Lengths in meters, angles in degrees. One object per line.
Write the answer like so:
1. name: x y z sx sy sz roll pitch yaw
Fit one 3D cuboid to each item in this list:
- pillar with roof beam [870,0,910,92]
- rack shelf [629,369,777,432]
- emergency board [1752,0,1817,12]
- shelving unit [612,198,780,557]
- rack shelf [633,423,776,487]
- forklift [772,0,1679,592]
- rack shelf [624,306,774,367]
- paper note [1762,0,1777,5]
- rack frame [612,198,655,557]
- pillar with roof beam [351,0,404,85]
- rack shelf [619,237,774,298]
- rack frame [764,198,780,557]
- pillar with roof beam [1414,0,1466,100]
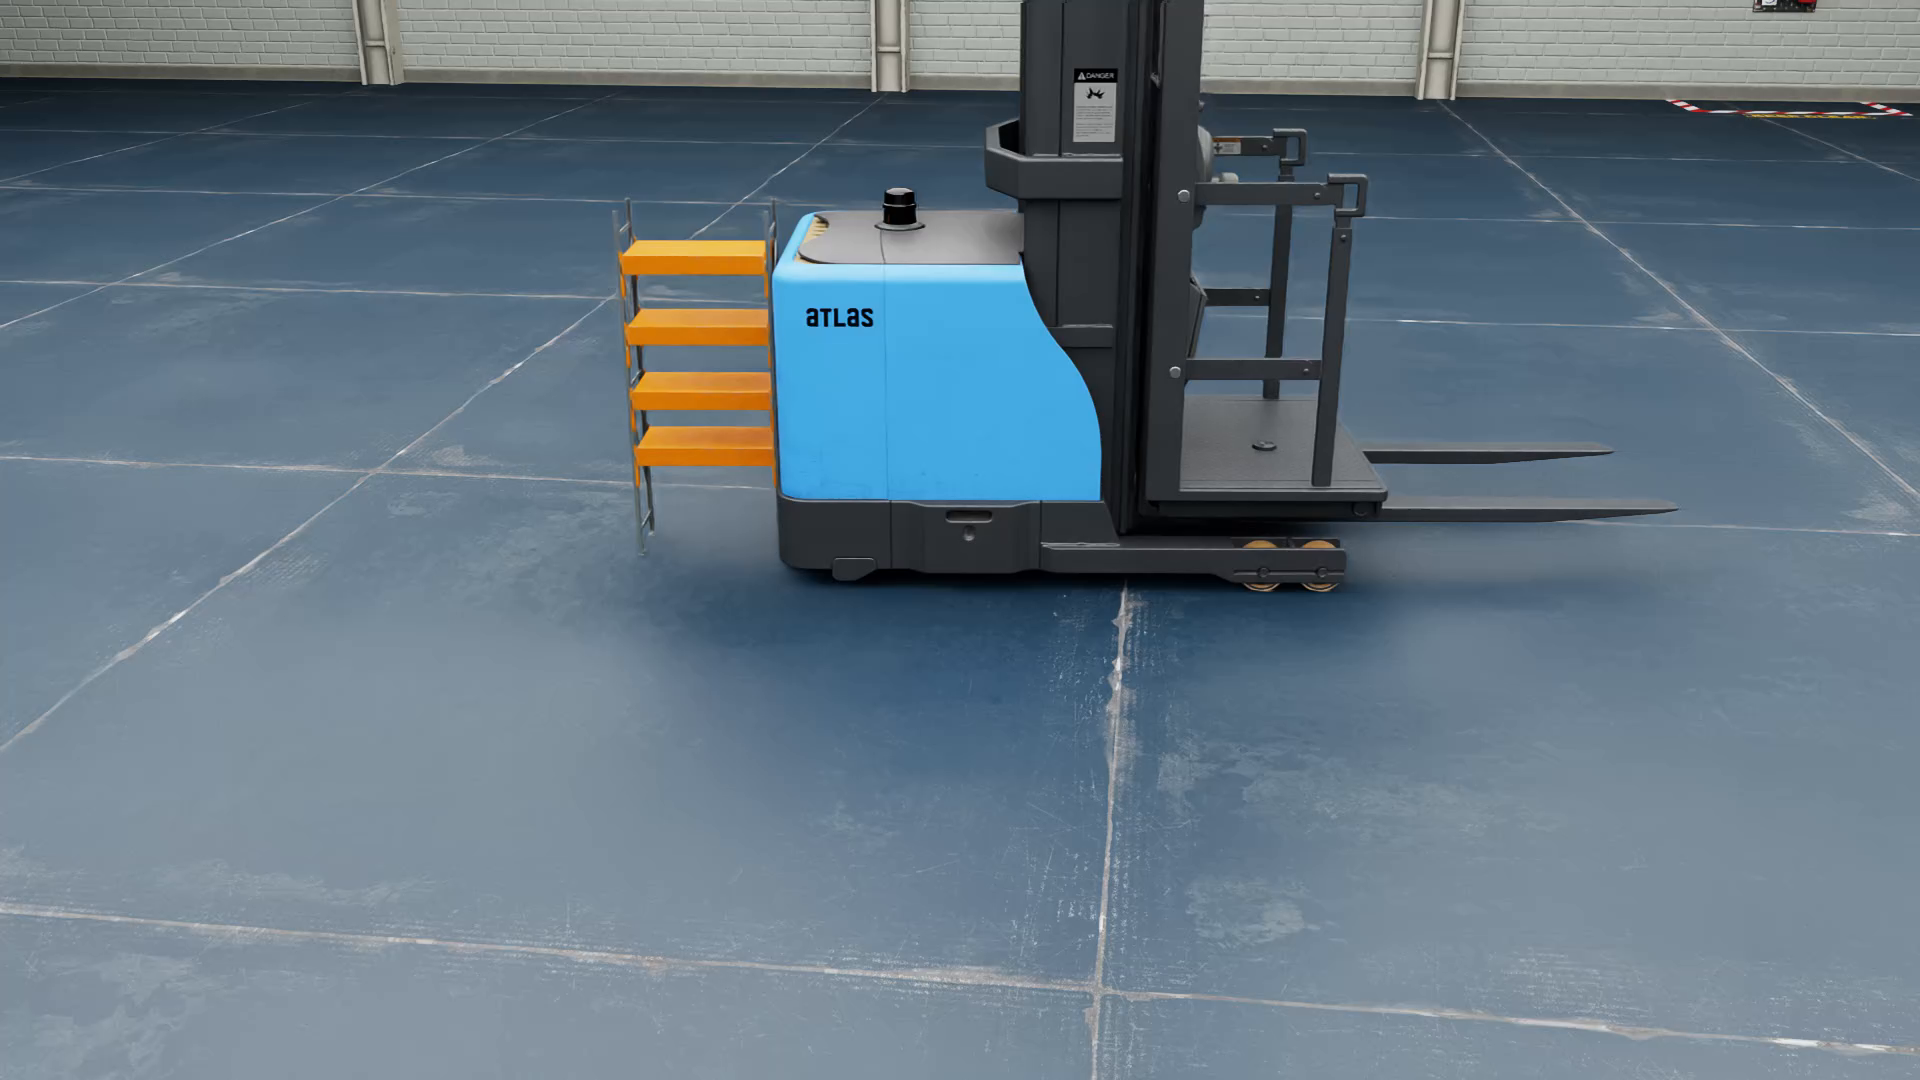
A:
1. pillar with roof beam: -1.288 -7.697 13.169 0.400 9.000 9.100 2 22 6
2. rack shelf: -0.867 -0.481 5.708 0.480 0.148 0.258 0 22 0
3. emergency board: 8.685 -6.080 17.240 0.643 1.169 0.194 2 22 6
4. shelving unit: -0.867 -0.544 5.684 0.503 1.200 0.258 0 22 0
5. rack shelf: -0.867 -0.297 5.781 0.480 0.148 0.258 0 22 0
6. forklift: 0.913 -1.388 5.465 3.031 2.935 1.130 0 22 0
7. rack shelf: -0.867 -0.689 5.626 0.480 0.148 0.258 0 22 0
8. paper note: 8.518 -5.704 17.485 0.142 0.148 0.016 2 22 6
9. rack frame: -1.111 -0.545 5.685 0.015 1.200 0.240 0 22 0
10. pillar with roof beam: -7.247 -7.956 13.825 0.400 9.000 9.100 2 22 6
11. rack shelf: -0.867 -0.909 5.539 0.480 0.148 0.258 0 22 0
12. rack frame: -0.623 -0.543 5.682 0.015 1.200 0.240 0 22 0
13. pillar with roof beam: 4.670 -7.437 12.512 0.400 9.000 9.100 2 22 6
